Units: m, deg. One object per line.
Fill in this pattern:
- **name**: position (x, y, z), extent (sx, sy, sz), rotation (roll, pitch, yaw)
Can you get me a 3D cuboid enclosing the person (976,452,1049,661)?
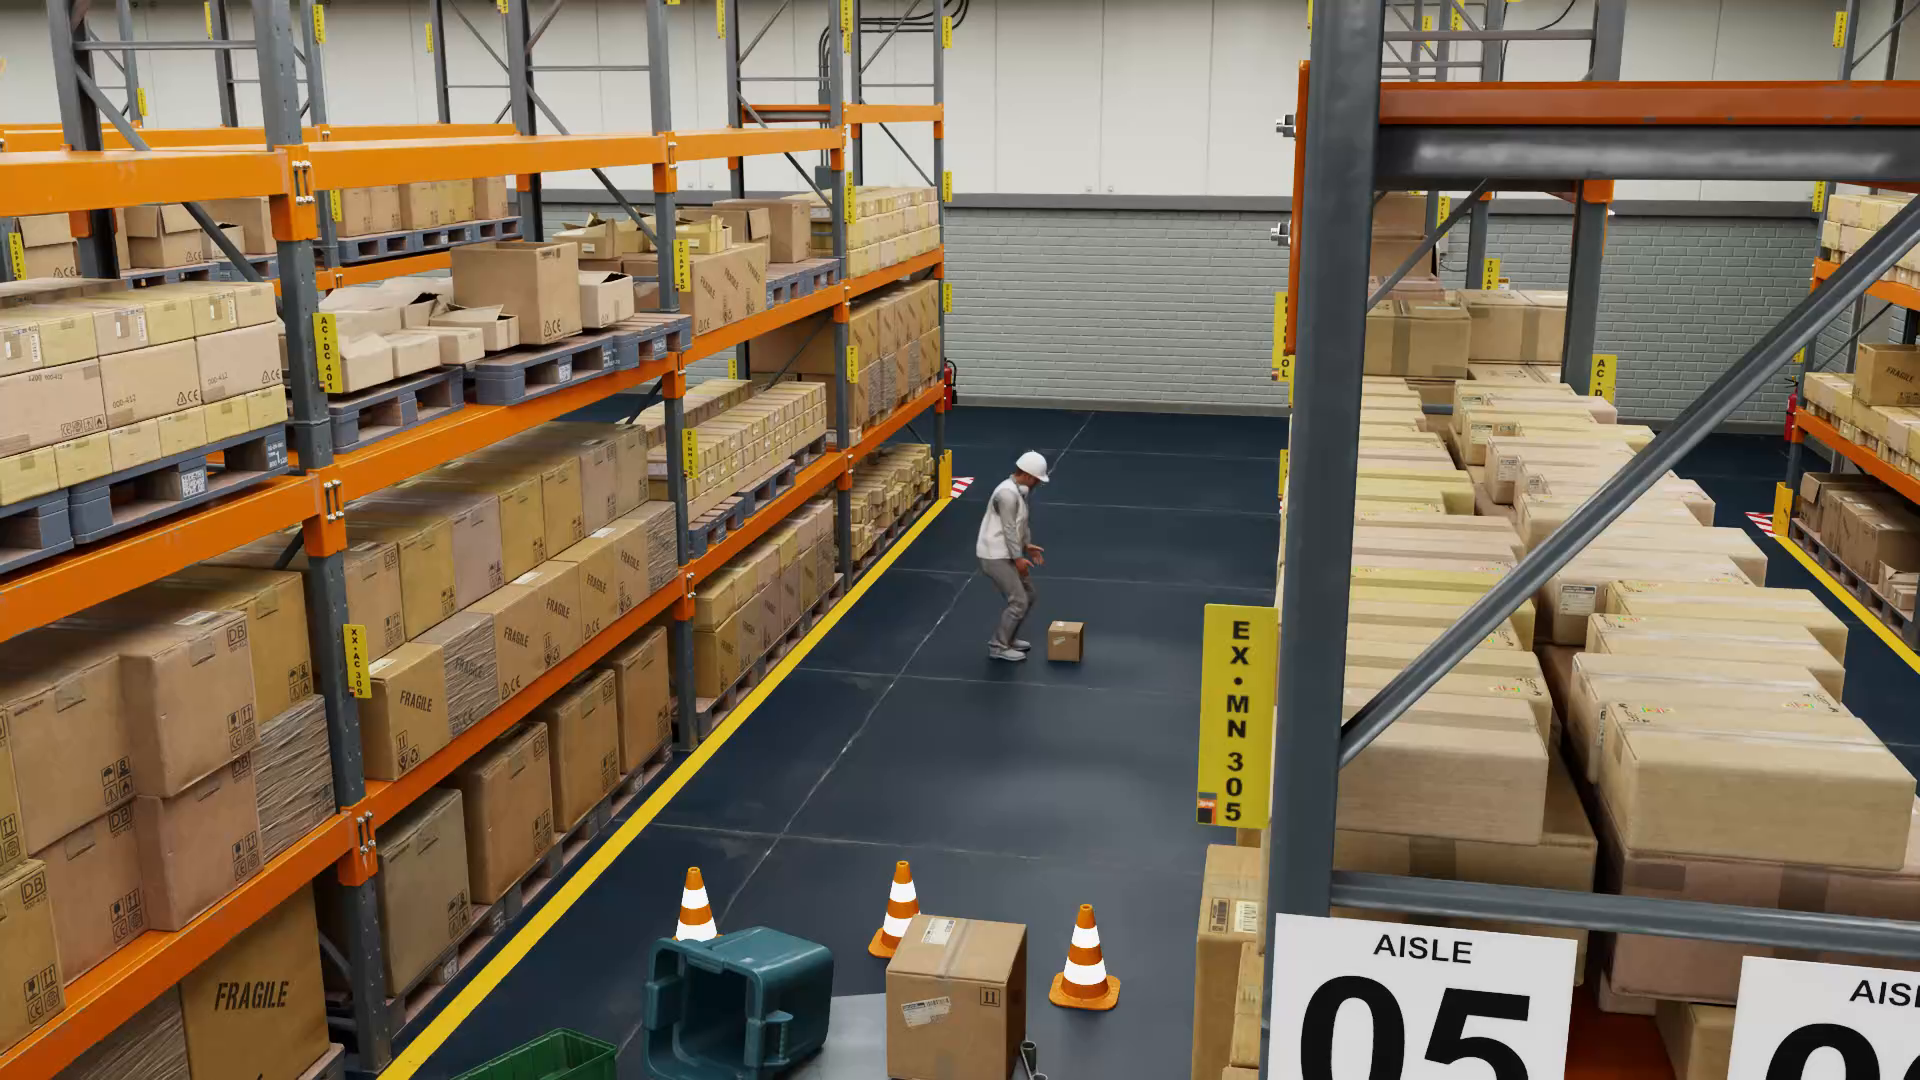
- **person**: position (0.424, 0.106, 13.282), extent (0.559, 1.665, 0.574), rotation (3, 15, 12)
